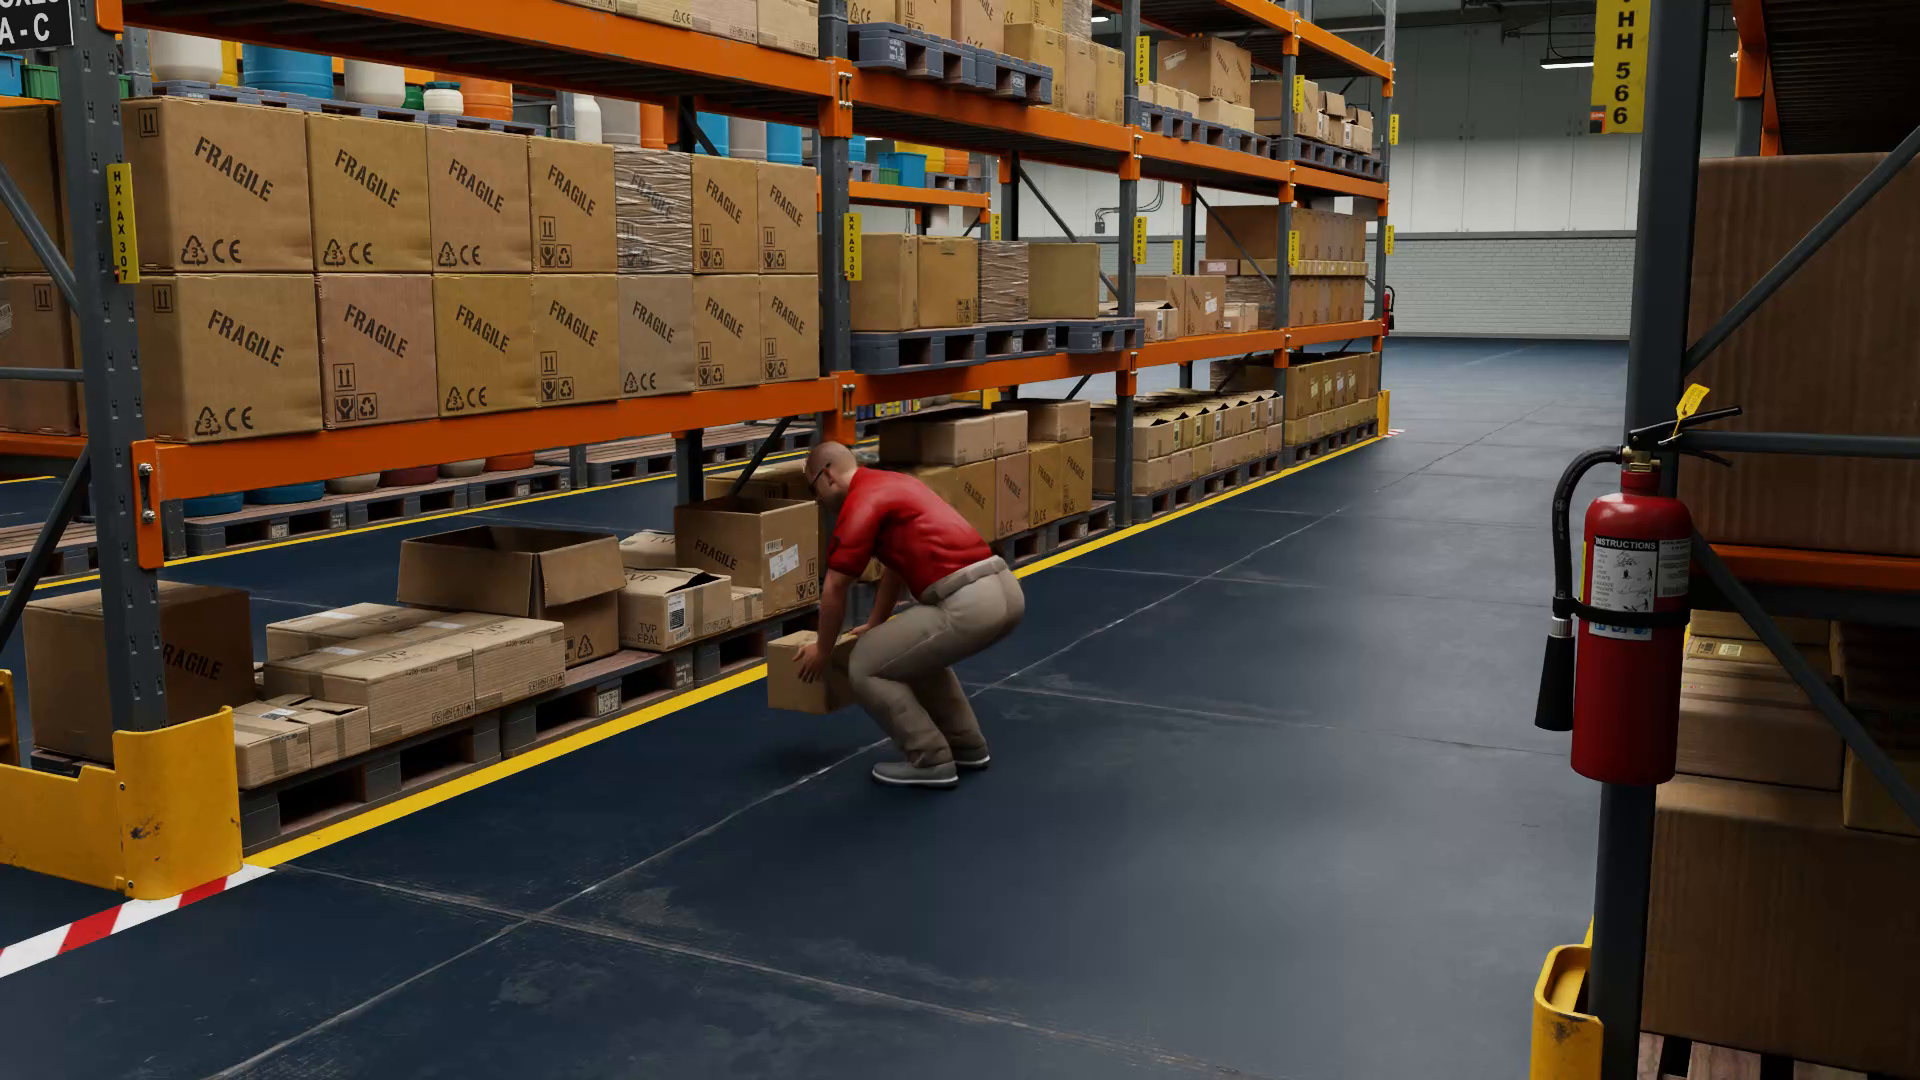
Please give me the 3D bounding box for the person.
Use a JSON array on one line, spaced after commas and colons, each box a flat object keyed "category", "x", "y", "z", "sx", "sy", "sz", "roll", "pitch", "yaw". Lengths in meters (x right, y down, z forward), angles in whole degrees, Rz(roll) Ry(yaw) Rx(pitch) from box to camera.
[{"category": "person", "x": -0.189, "y": 0.262, "z": 5.975, "sx": 0.798, "sy": 1.198, "sz": 0.581, "roll": 4, "pitch": 10, "yaw": 26}]
